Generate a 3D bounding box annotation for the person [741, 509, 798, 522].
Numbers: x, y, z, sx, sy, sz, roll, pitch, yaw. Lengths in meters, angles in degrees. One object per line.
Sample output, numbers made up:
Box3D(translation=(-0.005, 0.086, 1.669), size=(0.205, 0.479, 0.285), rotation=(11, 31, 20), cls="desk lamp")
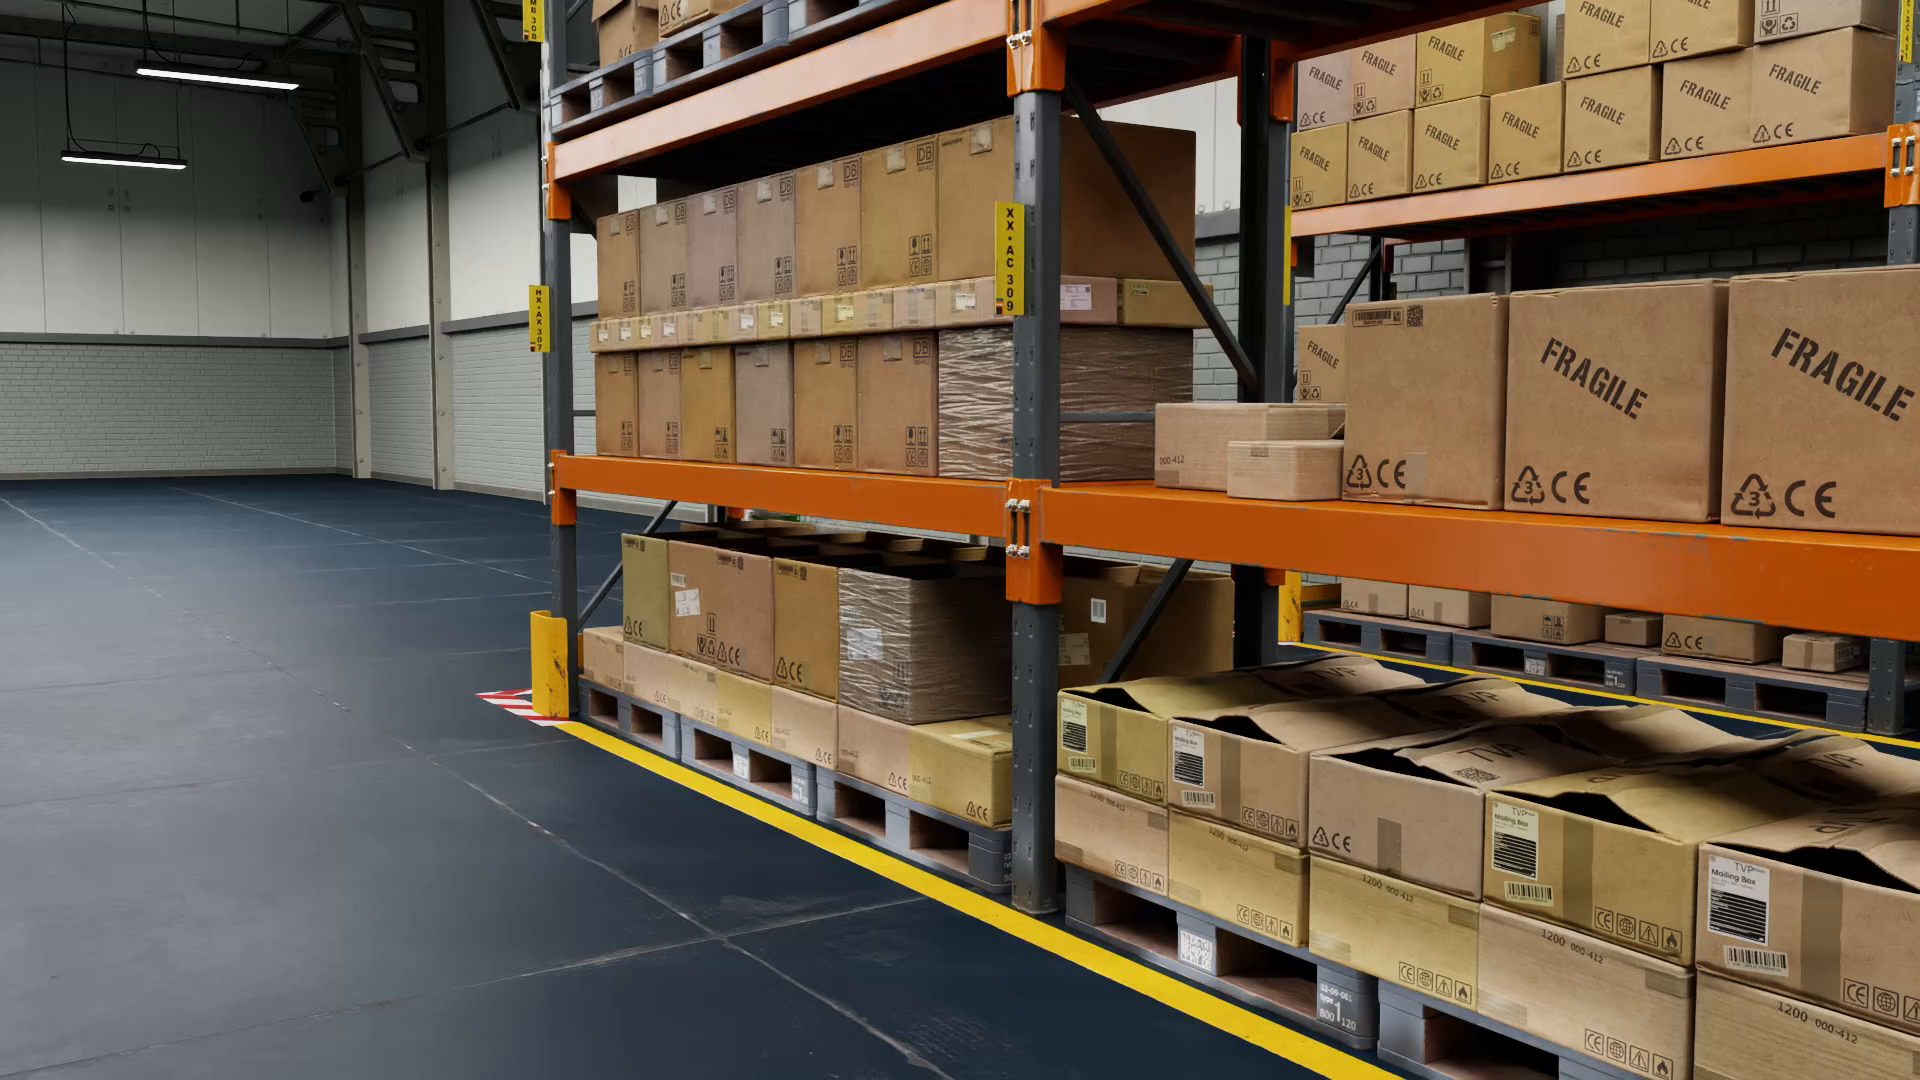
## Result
Box3D(translation=(-1.124, -0.165, 9.844), size=(0.479, 1.786, 0.568), rotation=(3, 5, 29), cls="person")
